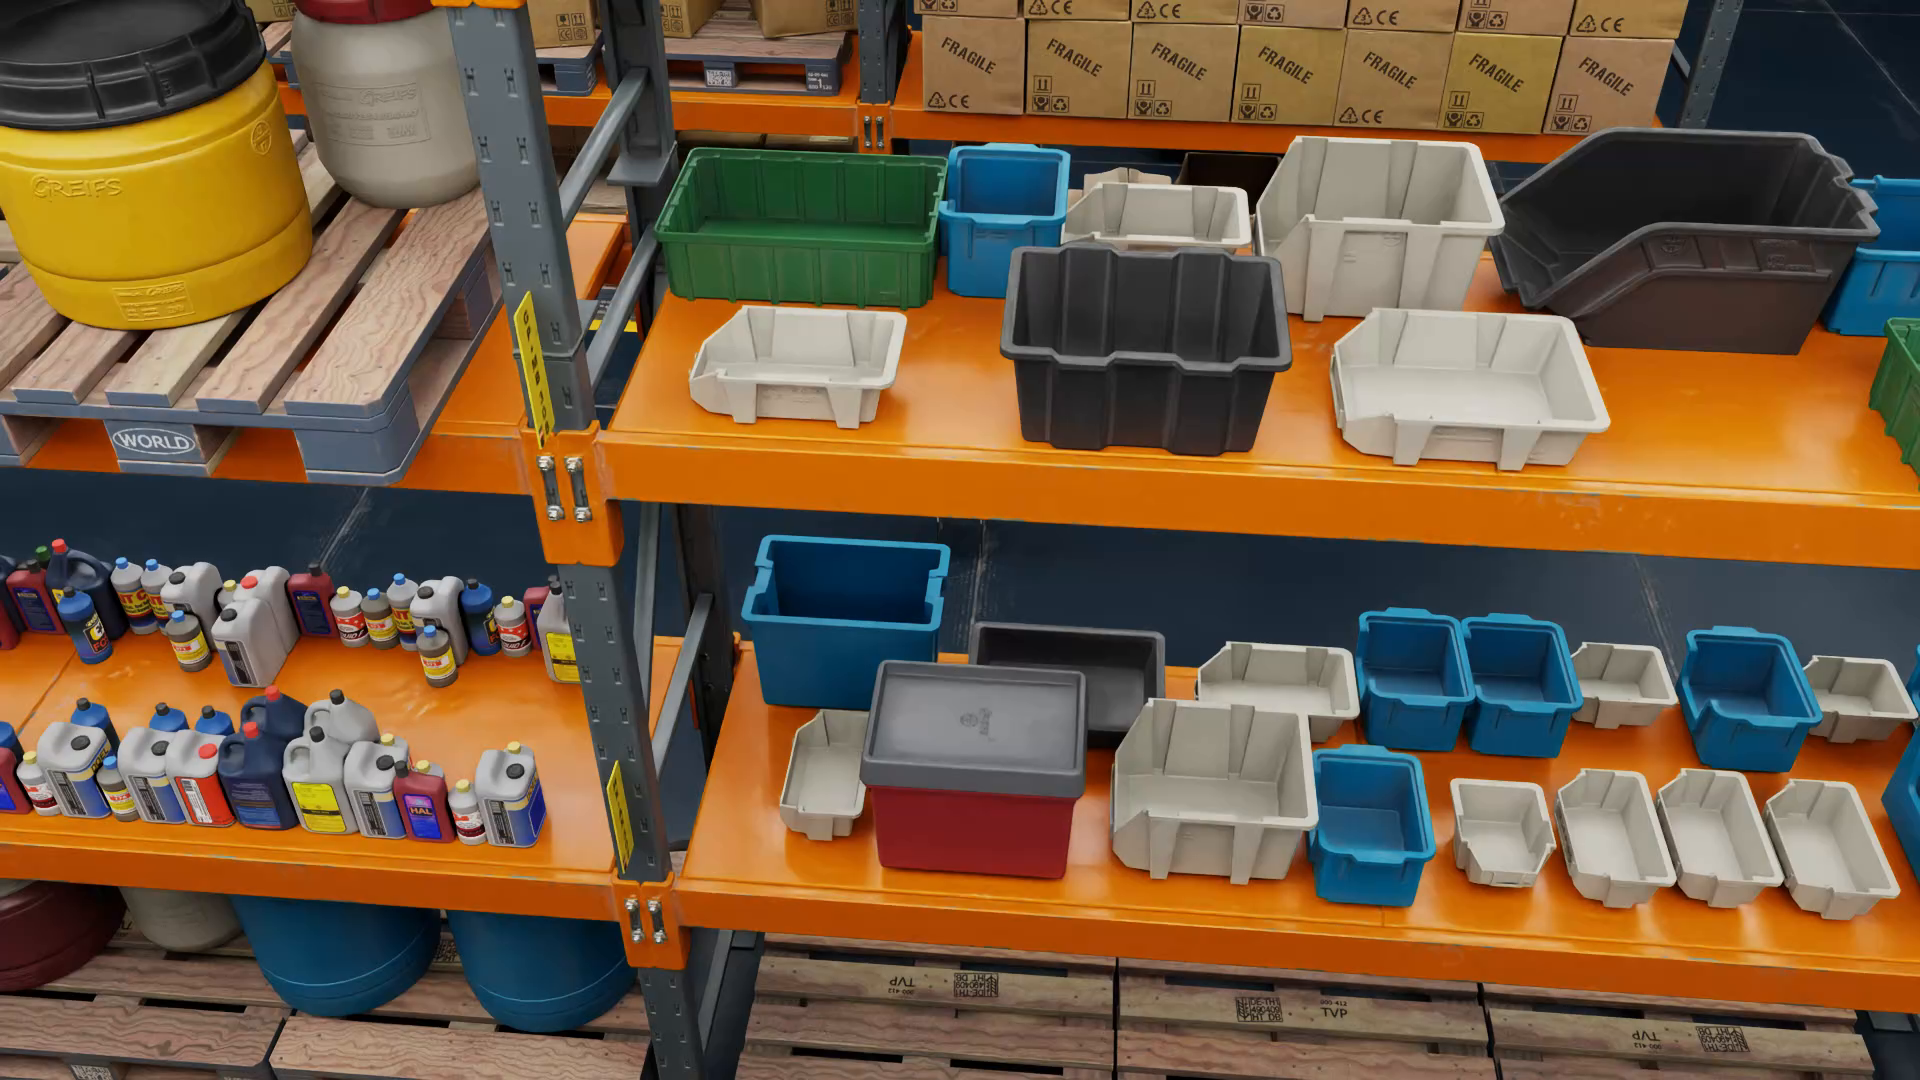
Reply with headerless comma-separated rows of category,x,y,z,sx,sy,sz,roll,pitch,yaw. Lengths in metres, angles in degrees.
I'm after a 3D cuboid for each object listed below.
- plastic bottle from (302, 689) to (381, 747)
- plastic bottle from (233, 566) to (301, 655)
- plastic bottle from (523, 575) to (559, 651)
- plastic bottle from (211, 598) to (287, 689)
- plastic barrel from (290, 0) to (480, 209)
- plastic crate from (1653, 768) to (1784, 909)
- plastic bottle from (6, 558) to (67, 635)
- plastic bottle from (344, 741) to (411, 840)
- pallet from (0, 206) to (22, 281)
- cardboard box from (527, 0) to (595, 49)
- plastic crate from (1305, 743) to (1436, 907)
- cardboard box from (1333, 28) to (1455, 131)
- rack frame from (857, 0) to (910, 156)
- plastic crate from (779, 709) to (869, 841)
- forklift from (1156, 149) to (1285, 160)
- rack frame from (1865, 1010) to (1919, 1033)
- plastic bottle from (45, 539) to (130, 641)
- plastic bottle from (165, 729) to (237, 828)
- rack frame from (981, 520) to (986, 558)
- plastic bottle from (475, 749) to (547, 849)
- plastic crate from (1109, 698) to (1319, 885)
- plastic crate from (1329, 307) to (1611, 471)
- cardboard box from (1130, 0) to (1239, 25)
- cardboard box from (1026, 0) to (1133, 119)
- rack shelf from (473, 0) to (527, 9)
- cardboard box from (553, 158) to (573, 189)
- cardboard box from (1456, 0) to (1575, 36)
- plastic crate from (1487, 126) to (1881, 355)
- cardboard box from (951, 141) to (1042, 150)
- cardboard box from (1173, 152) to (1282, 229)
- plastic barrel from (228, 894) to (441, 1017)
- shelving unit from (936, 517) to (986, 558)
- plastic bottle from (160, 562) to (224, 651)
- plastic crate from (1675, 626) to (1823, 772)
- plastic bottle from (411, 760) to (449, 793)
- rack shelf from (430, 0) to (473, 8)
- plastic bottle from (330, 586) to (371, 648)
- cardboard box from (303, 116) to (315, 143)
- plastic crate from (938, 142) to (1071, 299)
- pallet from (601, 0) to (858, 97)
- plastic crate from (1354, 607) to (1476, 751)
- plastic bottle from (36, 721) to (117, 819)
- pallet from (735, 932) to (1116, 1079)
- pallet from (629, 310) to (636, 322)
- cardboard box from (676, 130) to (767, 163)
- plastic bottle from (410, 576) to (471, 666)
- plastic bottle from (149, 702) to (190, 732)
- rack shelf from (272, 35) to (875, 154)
plastic bottle,-1.755,0.560,4.725,0.185,0.351,0.144,3,39,4
plastic bottle,-2.174,0.209,5.216,0.135,0.276,0.152,3,39,4
plastic bottle,-1.285,0.226,5.189,0.133,0.283,0.061,3,39,4
plastic bottle,-2.187,0.304,5.098,0.135,0.276,0.152,3,39,4
plastic barrel,-1.326,-1.089,3.896,0.433,0.535,0.433,0,39,0
plastic crate,2.046,0.817,4.531,0.243,0.136,0.396,3,39,4
plastic bottle,-2.918,0.175,5.252,0.133,0.283,0.061,3,39,4
plastic bottle,-1.608,0.686,4.630,0.135,0.276,0.152,3,39,4
pallet,-2.743,-0.655,3.953,1.213,0.211,1.003,3,39,4
cardboard box,-2.158,-2.898,8.523,0.500,0.500,0.700,-6,40,-8
plastic crate,1.094,0.785,4.495,0.300,0.233,0.416,3,39,4
cardboard box,2.110,-2.370,8.206,0.500,0.500,0.500,3,39,4
rack frame,-0.392,-2.639,8.616,0.127,3.000,1.000,3,39,4
plastic crate,-0.372,0.670,4.712,0.243,0.136,0.396,3,39,4
forklift,1.965,-4.462,10.910,1.130,2.935,3.031,5,39,6
rack frame,3.162,0.694,4.522,0.127,3.000,1.000,3,39,4
plastic bottle,-2.758,0.145,5.234,0.185,0.351,0.144,3,39,4
plastic bottle,-2.110,0.658,4.663,0.135,0.276,0.152,3,39,4
rack frame,0.109,-0.343,7.459,0.006,0.900,0.240,3,39,4
plastic bottle,-1.244,0.706,4.605,0.135,0.276,0.152,3,39,4
plastic crate,0.682,0.698,4.563,0.530,0.282,0.437,3,39,4
plastic crate,1.082,-0.324,3.605,0.530,0.136,0.437,3,39,4
cardboard box,1.079,-2.807,7.951,0.500,0.500,0.500,2,39,3
cardboard box,0.603,-2.453,8.308,0.500,0.500,0.500,4,39,5
rack shelf,1.169,-1.308,3.115,4.000,0.370,1.077,3,39,4
cardboard box,-2.407,-1.773,9.184,0.500,0.500,0.500,2,39,2
cardboard box,2.622,-2.726,7.852,0.500,0.500,0.500,4,39,5
plastic crate,1.664,-0.702,3.909,0.767,0.338,0.504,3,39,4
cardboard box,0.200,-1.988,9.448,0.500,0.500,0.500,3,39,4
cardboard box,1.480,-1.743,9.144,0.637,0.503,0.797,3,39,4
plastic barrel,-2.069,1.048,5.416,0.708,0.901,0.600,3,39,4
shelving unit,0.008,-0.349,7.465,0.210,0.900,0.258,3,39,4
plastic bottle,-2.405,0.196,5.231,0.135,0.276,0.152,3,39,4
plastic crate,2.288,0.479,4.870,0.300,0.233,0.416,3,39,4
plastic bottle,-1.489,0.700,4.671,0.097,0.201,0.097,0,39,0
rack shelf,-2.816,-1.526,3.383,4.000,0.370,1.077,3,39,4
plastic bottle,-1.923,0.234,5.244,0.097,0.201,0.097,0,39,0
cardboard box,-3.369,-2.445,9.416,0.500,0.250,0.500,5,39,6
plastic crate,0.111,-0.774,4.081,0.300,0.233,0.416,3,39,4
pallet,-1.179,-2.677,8.815,1.213,0.211,1.003,3,39,4
plastic crate,1.334,0.427,4.935,0.300,0.233,0.416,3,39,4
plastic bottle,-2.475,0.638,4.688,0.135,0.276,0.152,3,39,4
pallet,-0.087,1.573,5.650,1.213,0.211,1.003,3,39,4
pallet,-1.206,-1.578,9.522,1.213,0.211,1.003,3,39,4
cardboard box,-1.385,-2.042,9.514,0.500,0.500,0.500,4,39,4
plastic bottle,-1.616,0.239,5.178,0.135,0.276,0.152,3,39,4
plastic bottle,-2.252,0.573,4.771,0.097,0.271,0.097,0,39,0
rack shelf,-2.385,-2.469,8.977,4.000,0.370,1.077,3,39,4
